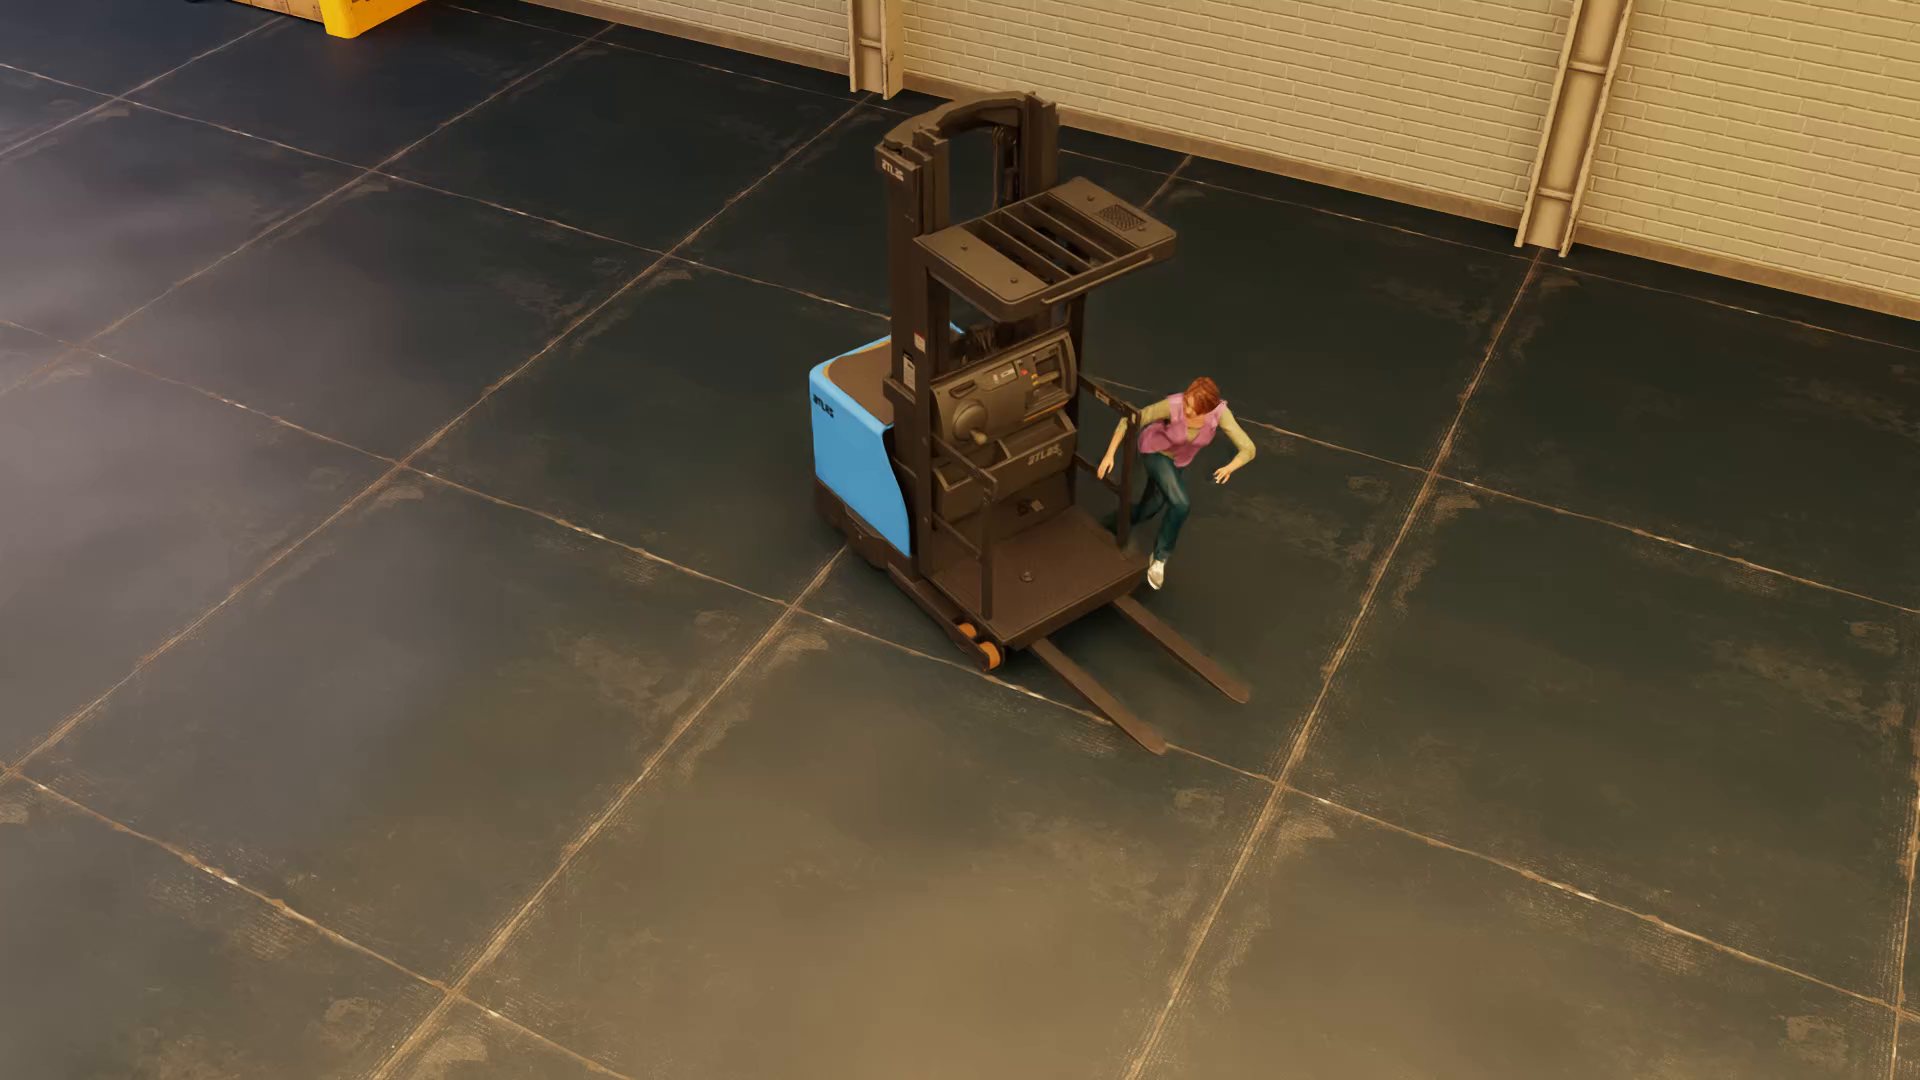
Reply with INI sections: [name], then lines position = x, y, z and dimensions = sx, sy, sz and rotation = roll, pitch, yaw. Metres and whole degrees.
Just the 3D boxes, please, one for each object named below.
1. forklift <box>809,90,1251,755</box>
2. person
[forklift]
position = 0.381, -0.746, 8.872
dimensions = 1.130, 2.935, 3.031
rotation = -26, 47, -28
[person]
position = 1.166, -0.338, 9.374
dimensions = 0.848, 1.353, 0.821
rotation = -12, 42, -14
